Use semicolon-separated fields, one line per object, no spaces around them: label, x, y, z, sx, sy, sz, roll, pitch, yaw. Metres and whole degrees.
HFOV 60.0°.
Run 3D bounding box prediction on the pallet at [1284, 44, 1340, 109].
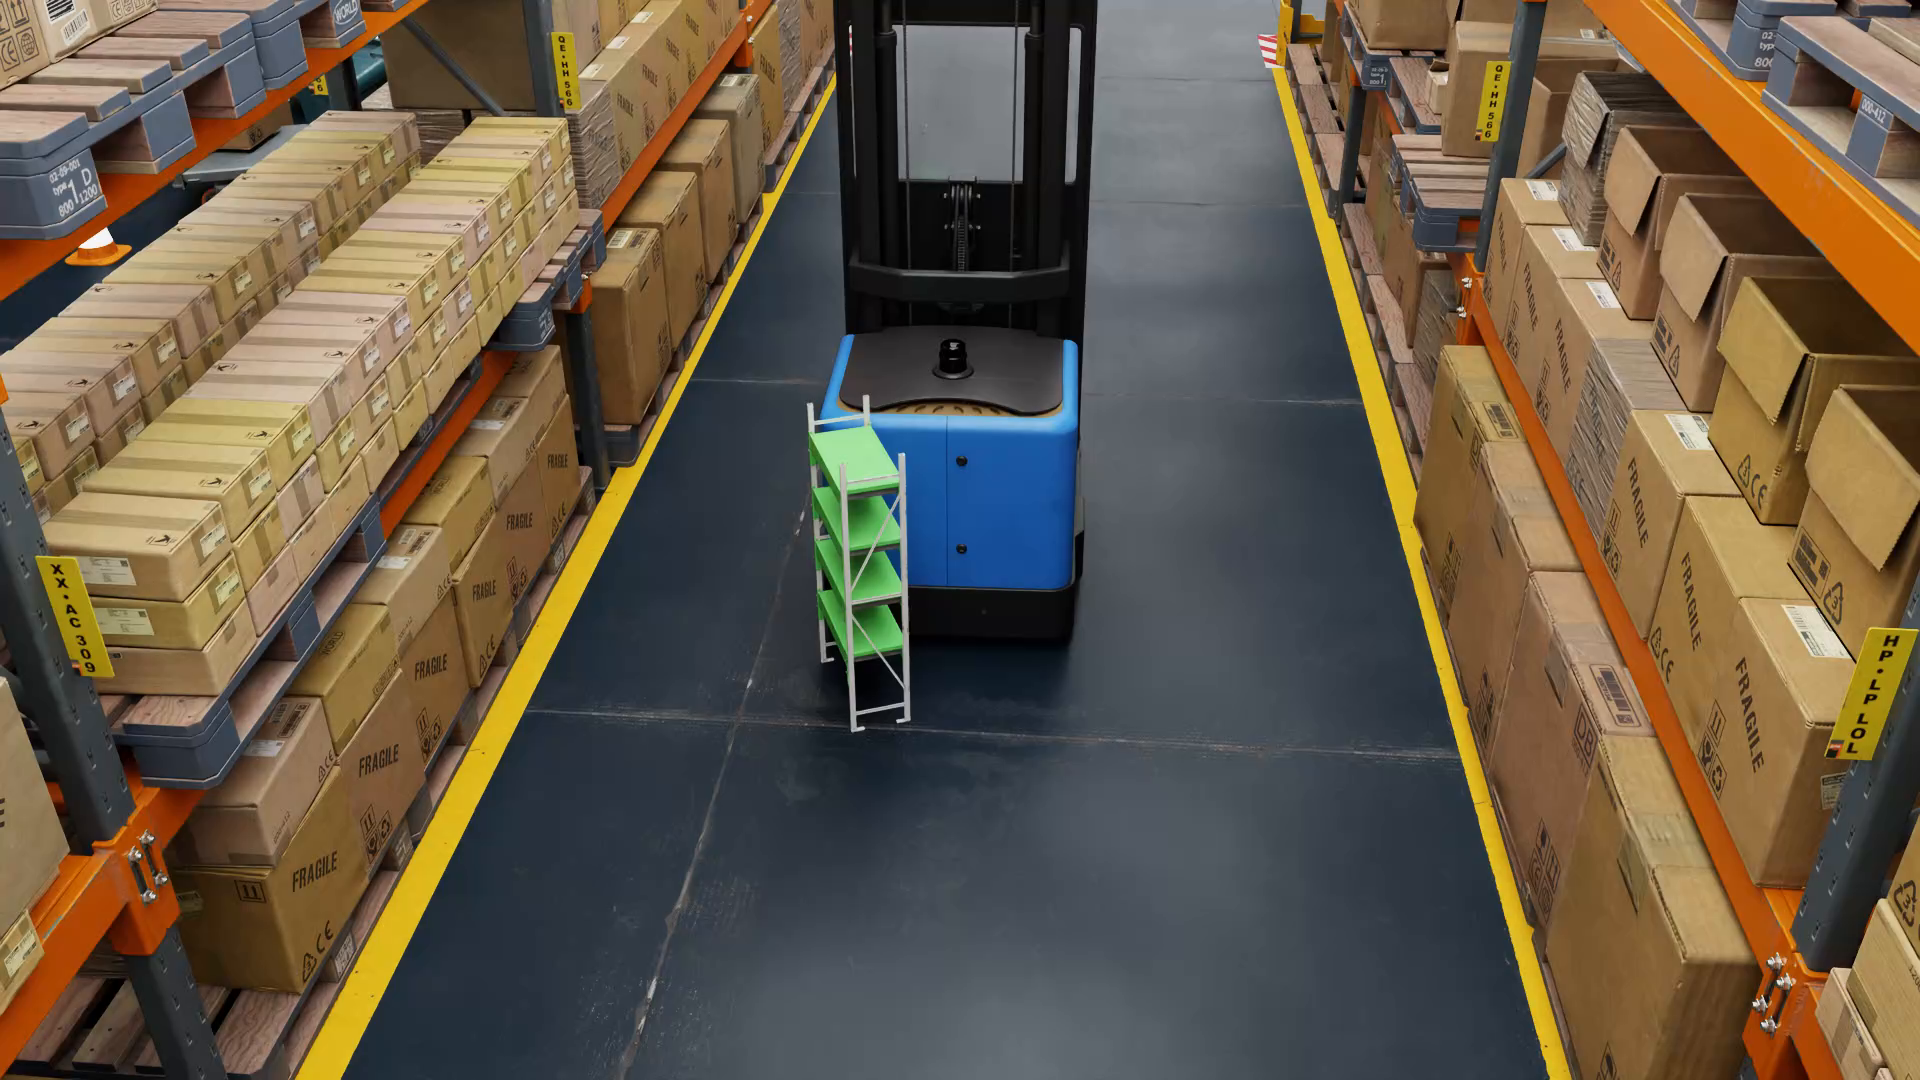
pallet;3.250;-3.834;13.769;1.003;0.211;1.213;2;32;4

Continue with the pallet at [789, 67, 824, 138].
pallet;-1.666;-3.504;13.234;1.003;0.211;1.213;2;32;4

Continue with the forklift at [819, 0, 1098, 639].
forklift;0.037;-1.578;7.517;1.130;2.935;3.031;2;32;3

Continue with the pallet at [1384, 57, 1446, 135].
pallet;2.827;-2.256;8.734;1.003;0.211;1.213;2;32;4

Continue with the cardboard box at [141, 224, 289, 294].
cardboard box;-2.565;-0.970;5.736;0.380;0.149;0.250;3;32;5

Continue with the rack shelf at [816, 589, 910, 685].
rack shelf;-0.388;0.359;6.603;0.258;0.148;0.480;-10;33;-15

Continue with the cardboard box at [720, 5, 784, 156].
cardboard box;-1.782;-3.257;11.801;0.875;0.875;0.875;3;32;5

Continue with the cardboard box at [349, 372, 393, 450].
cardboard box;-1.984;-0.406;5.106;0.380;0.149;0.250;4;32;6

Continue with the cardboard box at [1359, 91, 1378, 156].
cardboard box;3.144;-3.014;11.764;0.500;0.500;0.500;13;34;19

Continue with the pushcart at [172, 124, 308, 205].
pushcart;-4.568;-2.628;11.654;1.648;0.377;0.936;-8;33;-13

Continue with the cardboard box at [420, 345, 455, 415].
cardboard box;-1.939;-0.546;5.617;0.380;0.149;0.250;1;32;2

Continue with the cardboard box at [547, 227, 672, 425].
cardboard box;-2.089;-1.101;8.421;1.050;0.750;0.750;2;32;3

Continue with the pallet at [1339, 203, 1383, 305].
pallet;2.970;-1.798;10.466;1.003;0.211;1.213;2;32;4

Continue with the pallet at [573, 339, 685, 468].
pallet;-2.089;-0.787;8.826;1.003;0.211;1.213;2;32;4

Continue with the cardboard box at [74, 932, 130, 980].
cardboard box;-2.745;1.014;5.228;0.500;0.500;0.500;2;32;3

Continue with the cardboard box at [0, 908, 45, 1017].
cardboard box;-2.257;0.932;3.618;0.380;0.149;0.250;2;32;3

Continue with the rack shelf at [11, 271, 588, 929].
rack shelf;-2.391;-0.213;5.923;1.077;0.370;4.000;2;32;4

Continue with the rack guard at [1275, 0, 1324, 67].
rack guard;3.352;-4.380;14.381;1.175;0.500;0.348;2;32;4

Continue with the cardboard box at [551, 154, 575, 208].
cardboard box;-1.815;-1.486;6.858;0.380;0.149;0.250;3;32;5

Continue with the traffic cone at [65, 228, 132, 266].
traffic cone;-5.550;-2.027;10.599;0.336;0.463;0.334;2;32;4

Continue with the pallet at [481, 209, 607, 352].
pallet;-2.180;-1.106;6.869;1.213;0.211;1.003;2;32;4

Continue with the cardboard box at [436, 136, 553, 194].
cardboard box;-1.834;-1.483;6.570;0.380;0.149;0.250;2;32;3

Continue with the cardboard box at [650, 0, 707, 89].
cardboard box;-1.761;-2.887;9.480;0.500;0.500;0.500;3;32;5

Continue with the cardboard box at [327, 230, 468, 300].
cardboard box;-1.919;-0.938;5.686;0.380;0.149;0.250;4;32;6

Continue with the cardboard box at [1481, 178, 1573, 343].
cardboard box;2.396;-1.101;6.581;0.500;0.500;0.500;3;32;5

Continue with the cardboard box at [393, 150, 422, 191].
cardboard box;-2.468;-1.520;6.912;0.380;0.149;0.250;4;32;6

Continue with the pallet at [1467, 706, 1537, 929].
pallet;2.465;0.932;6.037;1.003;0.211;1.213;2;32;4

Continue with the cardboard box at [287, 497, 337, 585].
cardboard box;-2.023;-0.008;4.742;0.380;0.149;0.250;3;32;4

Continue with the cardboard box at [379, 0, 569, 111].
cardboard box;-2.182;-2.268;7.522;0.700;0.500;0.500;2;32;4

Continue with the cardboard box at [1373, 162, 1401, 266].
cardboard box;2.903;-1.947;10.013;0.700;0.500;0.500;2;32;4

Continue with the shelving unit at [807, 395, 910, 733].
shelving unit;-0.388;0.100;6.444;0.258;1.200;0.503;-10;33;-15

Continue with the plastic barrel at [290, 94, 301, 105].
plastic barrel;-5.178;-3.666;13.295;0.512;0.421;0.421;27;41;37

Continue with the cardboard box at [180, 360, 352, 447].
cardboard box;-2.001;-0.396;4.805;0.380;0.149;0.250;2;32;3

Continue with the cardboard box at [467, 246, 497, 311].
cardboard box;-1.897;-0.948;5.984;0.380;0.149;0.250;2;32;4

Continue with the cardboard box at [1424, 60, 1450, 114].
cardboard box;2.573;-2.306;8.360;0.396;0.266;0.258;2;32;3

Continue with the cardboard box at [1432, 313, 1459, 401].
cardboard box;2.741;-0.775;8.112;0.700;0.500;0.500;1;32;1

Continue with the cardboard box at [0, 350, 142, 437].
cardboard box;-2.651;-0.430;4.861;0.380;0.149;0.250;2;32;4

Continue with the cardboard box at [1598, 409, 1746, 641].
cardboard box;2.230;-0.040;4.860;0.500;0.500;0.500;2;32;3

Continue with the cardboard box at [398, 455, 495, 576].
cardboard box;-2.110;-0.101;6.322;0.500;0.250;0.500;3;32;5

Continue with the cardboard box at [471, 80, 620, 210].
cardboard box;-1.923;-1.831;7.767;0.500;0.500;0.500;3;32;5

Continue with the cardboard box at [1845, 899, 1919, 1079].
cardboard box;2.082;0.963;3.188;0.500;0.250;0.500;2;32;3

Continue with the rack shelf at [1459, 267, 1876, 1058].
rack shelf;2.544;0.052;5.493;1.077;0.370;4.000;2;32;4

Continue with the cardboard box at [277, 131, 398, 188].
cardboard box;-2.479;-1.516;6.624;0.380;0.149;0.250;2;32;3

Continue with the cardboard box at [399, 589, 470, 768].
cardboard box;-2.159;0.485;6.086;0.500;0.500;0.500;3;32;5

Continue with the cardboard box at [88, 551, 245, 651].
cardboard box;-2.064;0.142;4.217;0.380;0.149;0.250;3;32;5

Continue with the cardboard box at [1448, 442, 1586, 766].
cardboard box;2.549;0.251;6.109;1.225;0.875;0.875;3;32;4

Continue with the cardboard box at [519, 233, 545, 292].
cardboard box;-1.853;-1.095;6.507;0.380;0.149;0.250;3;32;5

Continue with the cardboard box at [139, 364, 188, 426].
cardboard box;-2.635;-0.435;5.153;0.380;0.149;0.250;1;32;1

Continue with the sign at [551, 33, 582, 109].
sign;-1.687;-2.006;7.118;0.100;0.325;0.005;2;32;4

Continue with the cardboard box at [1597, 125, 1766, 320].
cardboard box;2.575;-1.048;5.540;0.797;0.503;0.637;3;32;5

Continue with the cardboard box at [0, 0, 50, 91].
cardboard box;-2.414;-1.165;3.427;0.700;0.500;0.500;3;32;4

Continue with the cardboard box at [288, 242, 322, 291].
cardboard box;-2.548;-0.976;6.030;0.380;0.149;0.250;3;32;4

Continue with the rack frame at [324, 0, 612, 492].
rack frame;-2.229;-1.565;7.431;1.000;3.000;0.127;2;32;4
